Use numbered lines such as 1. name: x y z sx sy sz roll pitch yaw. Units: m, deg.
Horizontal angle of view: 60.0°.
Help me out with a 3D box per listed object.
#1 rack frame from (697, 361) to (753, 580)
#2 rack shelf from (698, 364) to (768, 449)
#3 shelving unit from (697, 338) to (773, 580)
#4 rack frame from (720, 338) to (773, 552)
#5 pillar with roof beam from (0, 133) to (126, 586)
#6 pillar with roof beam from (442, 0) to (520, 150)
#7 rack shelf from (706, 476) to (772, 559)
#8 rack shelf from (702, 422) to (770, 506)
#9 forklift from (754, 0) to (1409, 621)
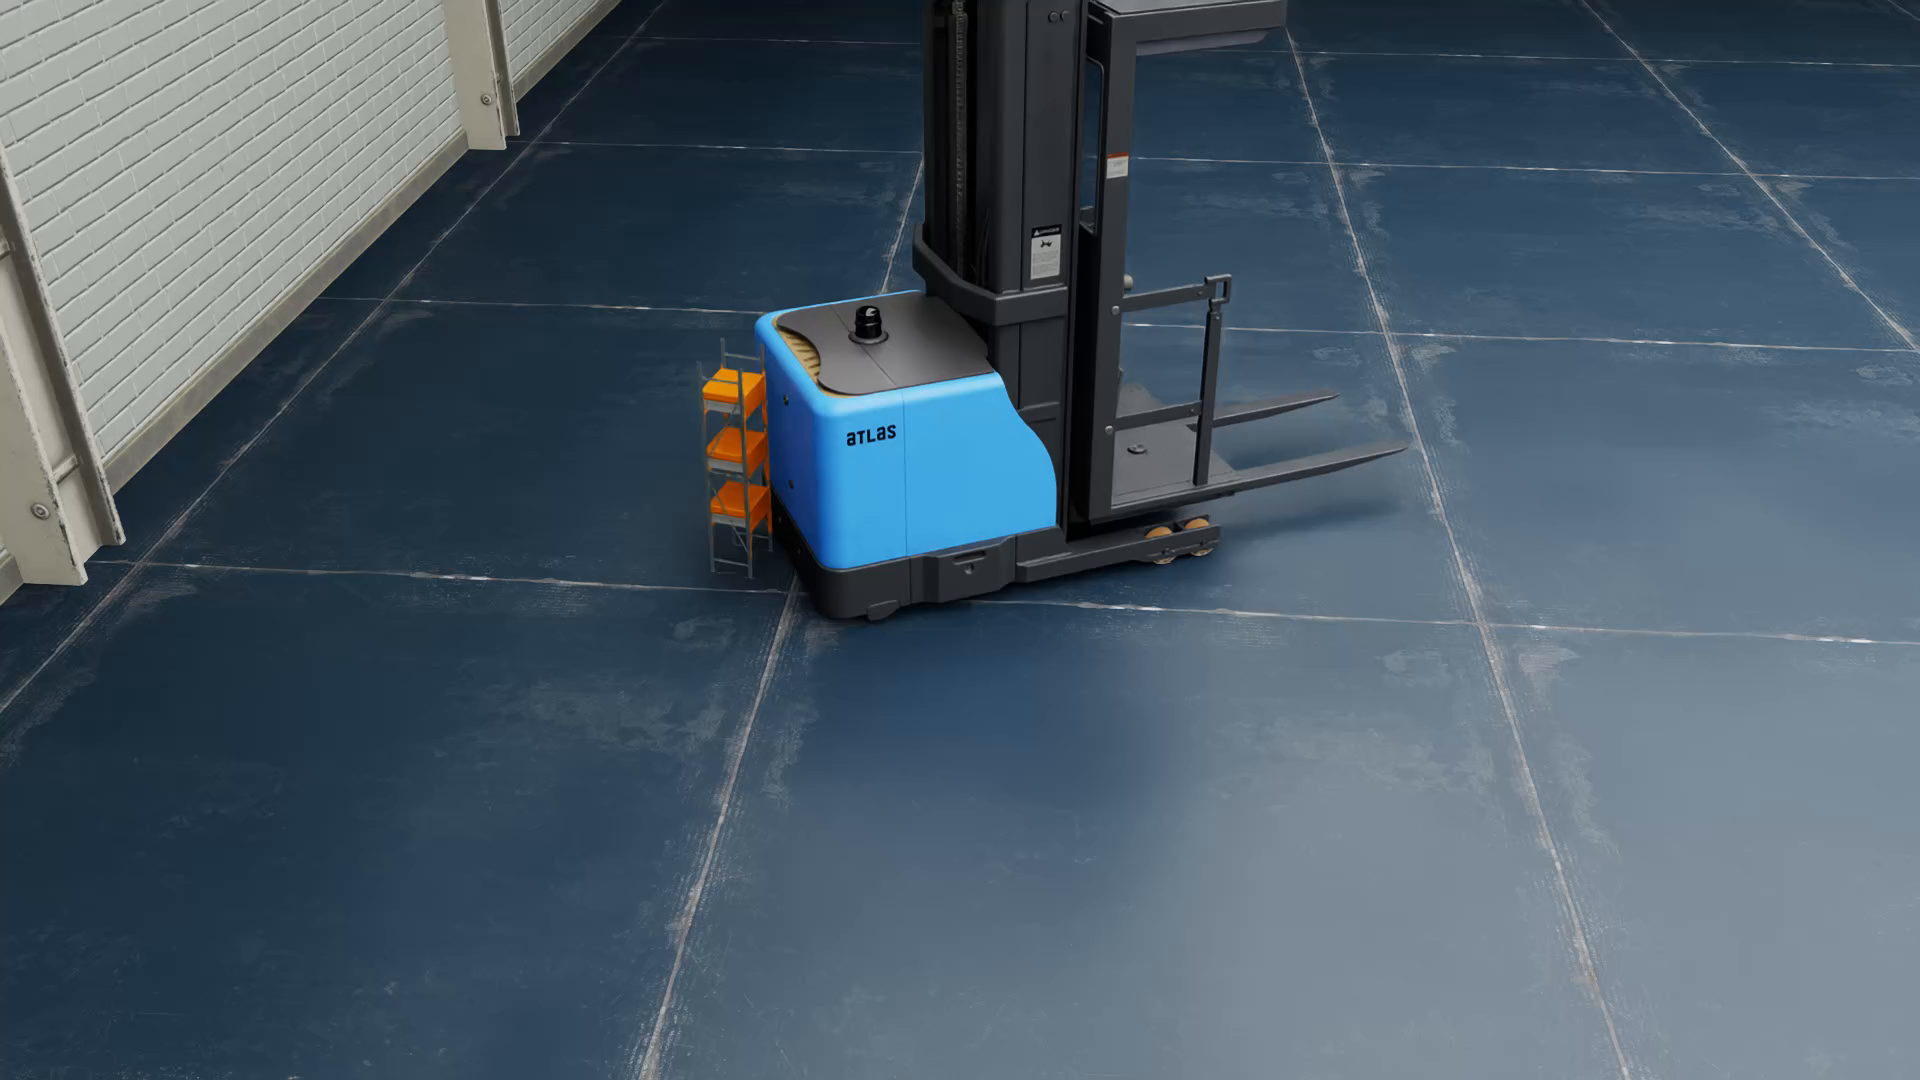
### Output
1. rack frame: -1.015 -0.283 7.204 0.200 1.050 0.008 10 33 13
2. rack shelf: -0.974 -0.576 7.159 0.215 0.259 0.240 10 33 13
3. shelving unit: -0.981 -0.345 7.304 0.215 1.050 0.252 10 33 13
4. rack frame: -0.947 -0.406 7.403 0.200 1.050 0.008 10 33 13
5. pillar with roof beam: 0.235 -3.554 4.940 9.100 9.000 0.400 2 32 4
6. pillar with roof beam: 0.724 -6.692 10.031 9.100 9.000 0.400 2 32 4
7. rack shelf: -0.987 -0.100 7.457 0.215 0.259 0.240 10 33 13
8. rack shelf: -0.981 -0.336 7.309 0.215 0.259 0.240 10 33 13
9. forklift: 0.651 -1.383 7.200 3.031 2.935 1.130 -12 34 -18
